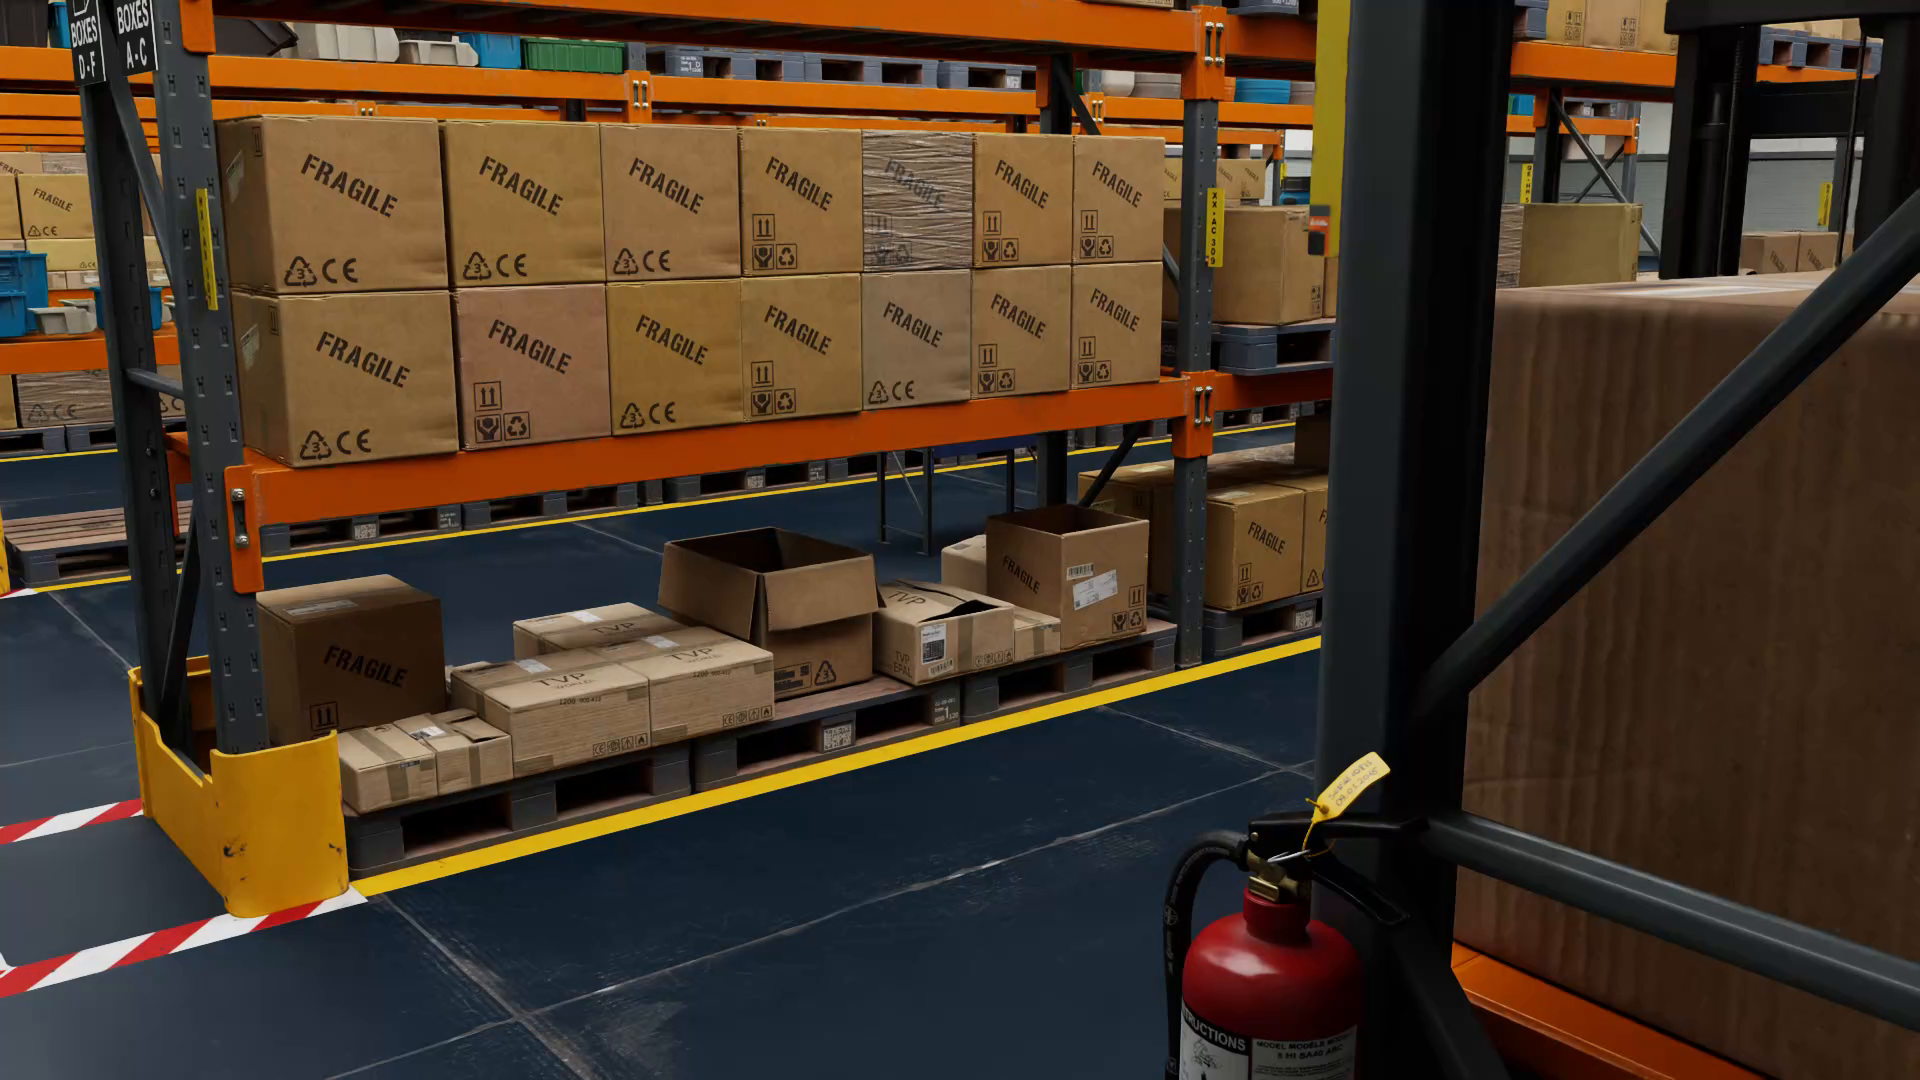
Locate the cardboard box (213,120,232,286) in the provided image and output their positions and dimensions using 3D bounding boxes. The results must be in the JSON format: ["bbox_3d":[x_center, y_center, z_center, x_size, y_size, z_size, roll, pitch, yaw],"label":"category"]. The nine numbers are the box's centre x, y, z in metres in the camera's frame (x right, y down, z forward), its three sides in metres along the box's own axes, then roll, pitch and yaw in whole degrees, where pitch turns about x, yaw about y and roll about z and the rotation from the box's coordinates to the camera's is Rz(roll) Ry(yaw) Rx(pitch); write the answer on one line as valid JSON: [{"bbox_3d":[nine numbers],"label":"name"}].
[{"bbox_3d":[-2.223,-1.098,5.416,0.500,0.500,0.500,-10,15,-38],"label":"cardboard box"}]

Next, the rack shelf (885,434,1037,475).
[{"bbox_3d":[0.067,-0.569,10.047,1.000,0.185,0.538,-9,15,-38],"label":"rack shelf"}]

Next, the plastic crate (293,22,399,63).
[{"bbox_3d":[-3.567,-2.909,9.654,0.530,0.282,0.437,-9,15,-38],"label":"plastic crate"}]

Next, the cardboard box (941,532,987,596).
[{"bbox_3d":[0.262,0.142,7.635,0.500,0.311,0.500,-9,15,-38],"label":"cardboard box"}]

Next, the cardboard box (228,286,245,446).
[{"bbox_3d":[-2.219,-0.609,5.520,0.500,0.500,0.500,-9,15,-36],"label":"cardboard box"}]

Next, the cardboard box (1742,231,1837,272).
[{"bbox_3d":[5.559,-1.834,11.286,0.500,0.500,0.500,-9,15,-38],"label":"cardboard box"}]

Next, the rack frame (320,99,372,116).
[{"bbox_3d":[-5.461,-2.584,15.062,0.127,3.000,1.000,-9,15,-38],"label":"rack frame"}]

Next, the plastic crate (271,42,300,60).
[{"bbox_3d":[-4.032,-2.909,10.002,0.530,0.136,0.437,-9,15,-38],"label":"plastic crate"}]

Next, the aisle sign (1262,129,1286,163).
[{"bbox_3d":[4.145,-5.372,21.934,0.004,0.787,0.394,-9,15,-38],"label":"aisle sign"}]

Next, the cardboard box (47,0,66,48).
[{"bbox_3d":[-7.324,-4.040,13.205,0.500,0.500,0.700,-11,16,-41],"label":"cardboard box"}]

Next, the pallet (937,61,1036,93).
[{"bbox_3d":[0.098,-3.591,13.038,1.213,0.211,1.003,-9,15,-38],"label":"pallet"}]

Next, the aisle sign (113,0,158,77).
[{"bbox_3d":[-2.269,-1.673,4.512,0.004,0.787,0.394,-9,15,-38],"label":"aisle sign"}]

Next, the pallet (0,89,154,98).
[{"bbox_3d":[-7.058,-3.746,13.526,1.213,0.211,1.003,-9,15,-38],"label":"pallet"}]

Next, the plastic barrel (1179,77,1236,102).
[{"bbox_3d":[2.044,-4.133,14.103,0.708,0.830,0.600,-9,15,-38],"label":"plastic barrel"}]

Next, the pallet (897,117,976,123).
[{"bbox_3d":[-0.571,-4.800,18.726,1.003,0.211,1.213,-9,15,-38],"label":"pallet"}]

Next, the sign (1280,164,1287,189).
[{"bbox_3d":[4.240,-4.770,21.806,0.005,0.325,0.100,-9,15,-38],"label":"sign"}]

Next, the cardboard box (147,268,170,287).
[{"bbox_3d":[-6.697,-2.169,13.711,0.250,0.149,0.380,-9,15,-37],"label":"cardboard box"}]

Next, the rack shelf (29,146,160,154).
[{"bbox_3d":[-13.194,-6.371,27.406,4.000,0.370,1.077,-9,15,-38],"label":"rack shelf"}]

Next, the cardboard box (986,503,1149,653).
[{"bbox_3d":[0.457,0.150,7.142,0.500,0.500,0.500,-9,15,-38],"label":"cardboard box"}]

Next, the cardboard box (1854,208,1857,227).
[{"bbox_3d":[7.050,-2.451,12.634,0.250,0.149,0.380,-9,15,-38],"label":"cardboard box"}]

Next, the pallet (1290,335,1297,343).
[{"bbox_3d":[2.332,-1.149,8.765,1.213,0.211,1.003,-9,15,-38],"label":"pallet"}]

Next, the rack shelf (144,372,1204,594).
[{"bbox_3d":[-0.837,-0.366,6.345,4.000,0.370,1.077,-9,15,-38],"label":"rack shelf"}]

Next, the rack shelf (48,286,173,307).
[{"bbox_3d":[-7.023,-1.973,13.914,4.000,0.370,1.077,-9,15,-38],"label":"rack shelf"}]

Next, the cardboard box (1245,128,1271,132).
[{"bbox_3d":[3.692,-5.431,21.610,0.500,0.250,0.500,-9,15,-36],"label":"cardboard box"}]

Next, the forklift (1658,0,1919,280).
[{"bbox_3d":[3.492,-0.741,6.546,3.031,2.935,1.130,-9,15,-36],"label":"forklift"}]

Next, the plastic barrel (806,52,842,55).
[{"bbox_3d":[-1.130,-3.945,12.031,0.708,0.901,0.600,-9,15,-38],"label":"plastic barrel"}]

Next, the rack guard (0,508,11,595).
[{"bbox_3d":[-5.501,-0.034,9.069,0.348,0.500,1.175,-9,15,-38],"label":"rack guard"}]

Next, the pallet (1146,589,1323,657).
[{"bbox_3d":[1.336,0.275,8.308,1.213,0.211,1.003,-9,15,-38],"label":"pallet"}]

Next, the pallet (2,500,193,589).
[{"bbox_3d":[-4.822,0.001,9.598,1.213,0.211,1.003,-9,15,-38],"label":"pallet"}]

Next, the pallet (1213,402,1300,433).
[{"bbox_3d":[2.338,-1.188,15.198,1.213,0.211,1.003,-9,15,-38],"label":"pallet"}]

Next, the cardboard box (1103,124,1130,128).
[{"bbox_3d":[1.707,-5.103,20.061,0.500,0.250,0.500,-10,15,-38],"label":"cardboard box"}]

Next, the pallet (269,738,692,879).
[{"bbox_3d":[-1.717,0.793,5.873,1.213,0.211,1.003,-9,15,-38],"label":"pallet"}]

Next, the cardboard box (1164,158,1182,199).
[{"bbox_3d":[2.460,-4.520,20.812,0.500,0.500,0.500,-9,15,-38],"label":"cardboard box"}]

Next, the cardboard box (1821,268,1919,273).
[{"bbox_3d":[1.652,0.034,2.008,0.700,0.700,0.980,-10,15,-38],"label":"cardboard box"}]

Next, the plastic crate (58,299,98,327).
[{"bbox_3d":[-4.967,-1.297,9.492,0.243,0.136,0.396,-9,15,-38],"label":"plastic crate"}]

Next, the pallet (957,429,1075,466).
[{"bbox_3d":[0.167,-0.827,13.499,1.213,0.211,1.003,-9,15,-38],"label":"pallet"}]

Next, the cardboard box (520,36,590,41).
[{"bbox_3d":[-3.919,-4.558,15.876,0.637,0.503,0.797,-10,15,-38],"label":"cardboard box"}]

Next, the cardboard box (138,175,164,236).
[{"bbox_3d":[-6.787,-2.872,14.255,0.500,0.500,0.500,-10,16,-39],"label":"cardboard box"}]

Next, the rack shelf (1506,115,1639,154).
[{"bbox_3d":[5.442,-4.194,17.153,4.000,0.370,1.077,-9,15,-38],"label":"rack shelf"}]

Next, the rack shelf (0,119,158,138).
[{"bbox_3d":[-10.042,-4.258,17.453,4.000,0.370,1.077,-9,15,-38],"label":"rack shelf"}]

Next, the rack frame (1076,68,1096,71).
[{"bbox_3d":[0.757,-5.234,13.100,0.127,3.000,1.000,-9,15,-38],"label":"rack frame"}]

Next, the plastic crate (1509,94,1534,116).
[{"bbox_3d":[5.703,-4.501,16.906,0.575,0.384,0.392,-9,15,-38],"label":"plastic crate"}]

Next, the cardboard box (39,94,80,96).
[{"bbox_3d":[-9.488,-4.559,17.503,0.500,0.250,0.500,-10,15,-38],"label":"cardboard box"}]

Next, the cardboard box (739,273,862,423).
[{"bbox_3d":[-0.703,-0.719,6.036,0.500,0.500,0.500,-9,15,-37],"label":"cardboard box"}]

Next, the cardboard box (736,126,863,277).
[{"bbox_3d":[-0.694,-1.210,5.942,0.500,0.500,0.500,-10,15,-38],"label":"cardboard box"}]

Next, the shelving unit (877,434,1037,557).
[{"bbox_3d":[0.067,-0.745,10.010,1.048,1.500,0.538,-9,15,-38],"label":"shelving unit"}]

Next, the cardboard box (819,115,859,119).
[{"bbox_3d":[-1.410,-4.583,17.616,0.500,0.250,0.500,-9,15,-36],"label":"cardboard box"}]

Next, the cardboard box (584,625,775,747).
[{"bbox_3d":[-1.016,0.518,6.015,0.500,0.250,0.500,-9,15,-38],"label":"cardboard box"}]

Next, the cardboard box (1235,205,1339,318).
[{"bbox_3d":[1.732,-1.356,8.026,0.500,0.500,0.700,-7,14,-29],"label":"cardboard box"}]

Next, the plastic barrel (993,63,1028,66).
[{"bbox_3d":[0.311,-4.110,12.979,0.708,0.830,0.600,-9,15,-38],"label":"plastic barrel"}]

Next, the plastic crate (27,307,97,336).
[{"bbox_3d":[-4.790,-1.169,8.888,0.298,0.136,0.250,-9,15,-38],"label":"plastic crate"}]

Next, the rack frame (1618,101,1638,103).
[{"bbox_3d":[7.003,-6.273,17.988,0.127,3.000,1.000,-9,15,-38],"label":"rack frame"}]

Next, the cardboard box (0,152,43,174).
[{"bbox_3d":[-9.882,-3.779,17.322,0.500,0.500,0.500,-10,16,-39],"label":"cardboard box"}]

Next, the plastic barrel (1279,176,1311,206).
[{"bbox_3d":[3.389,-3.063,16.111,0.708,0.901,0.600,-9,15,-38],"label":"plastic barrel"}]

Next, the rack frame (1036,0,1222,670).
[{"bbox_3d":[0.725,-0.977,7.493,0.127,3.000,1.000,-9,15,-38],"label":"rack frame"}]

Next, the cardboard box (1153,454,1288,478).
[{"bbox_3d":[1.322,-0.143,8.523,0.500,0.500,0.500,-9,15,-37],"label":"cardboard box"}]

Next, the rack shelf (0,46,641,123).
[{"bbox_3d":[-3.929,-2.637,9.820,4.000,0.370,1.077,-9,15,-38],"label":"rack shelf"}]

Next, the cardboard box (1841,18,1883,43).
[{"bbox_3d":[6.057,-3.464,11.335,0.500,0.250,0.500,-11,17,-43],"label":"cardboard box"}]
